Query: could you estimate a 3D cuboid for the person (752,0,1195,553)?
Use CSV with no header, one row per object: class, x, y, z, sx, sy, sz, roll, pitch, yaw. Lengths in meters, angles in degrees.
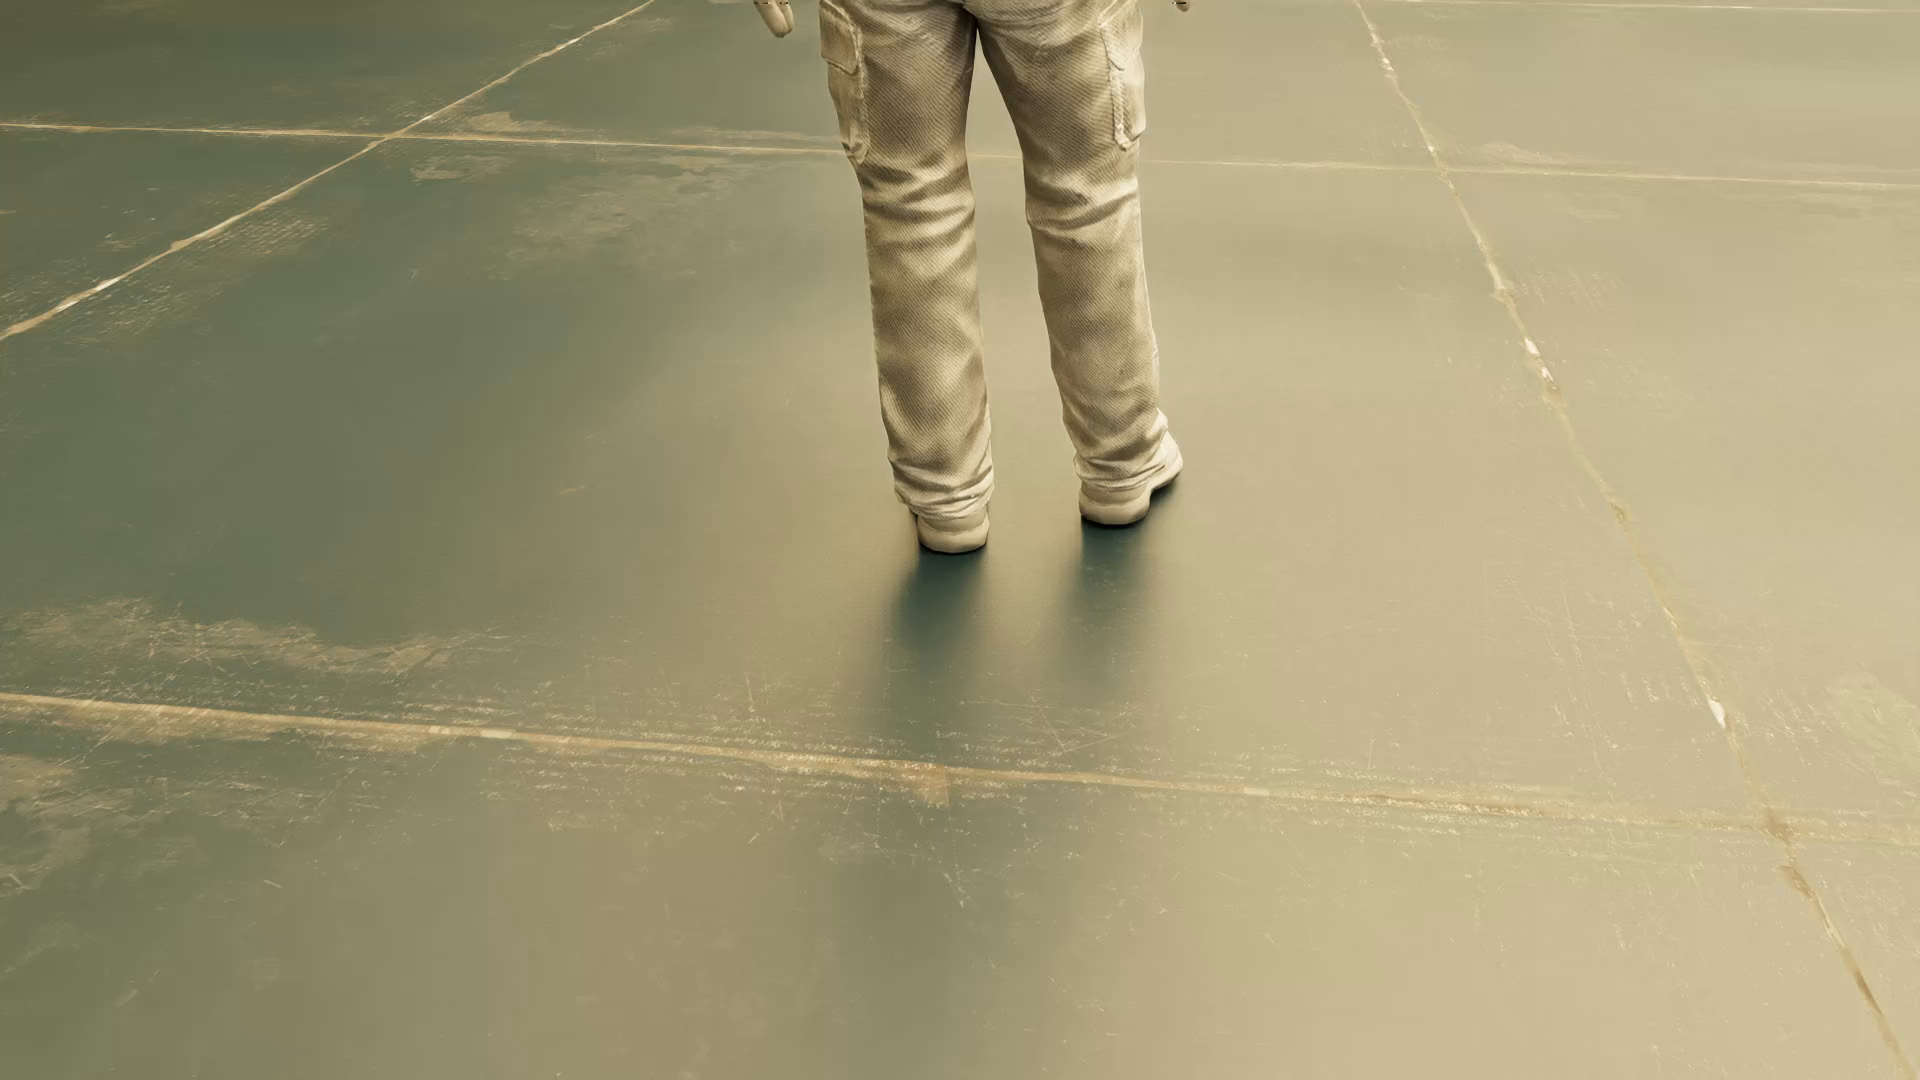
person,0.017,-0.836,2.162,0.655,1.784,0.575,3,27,7
